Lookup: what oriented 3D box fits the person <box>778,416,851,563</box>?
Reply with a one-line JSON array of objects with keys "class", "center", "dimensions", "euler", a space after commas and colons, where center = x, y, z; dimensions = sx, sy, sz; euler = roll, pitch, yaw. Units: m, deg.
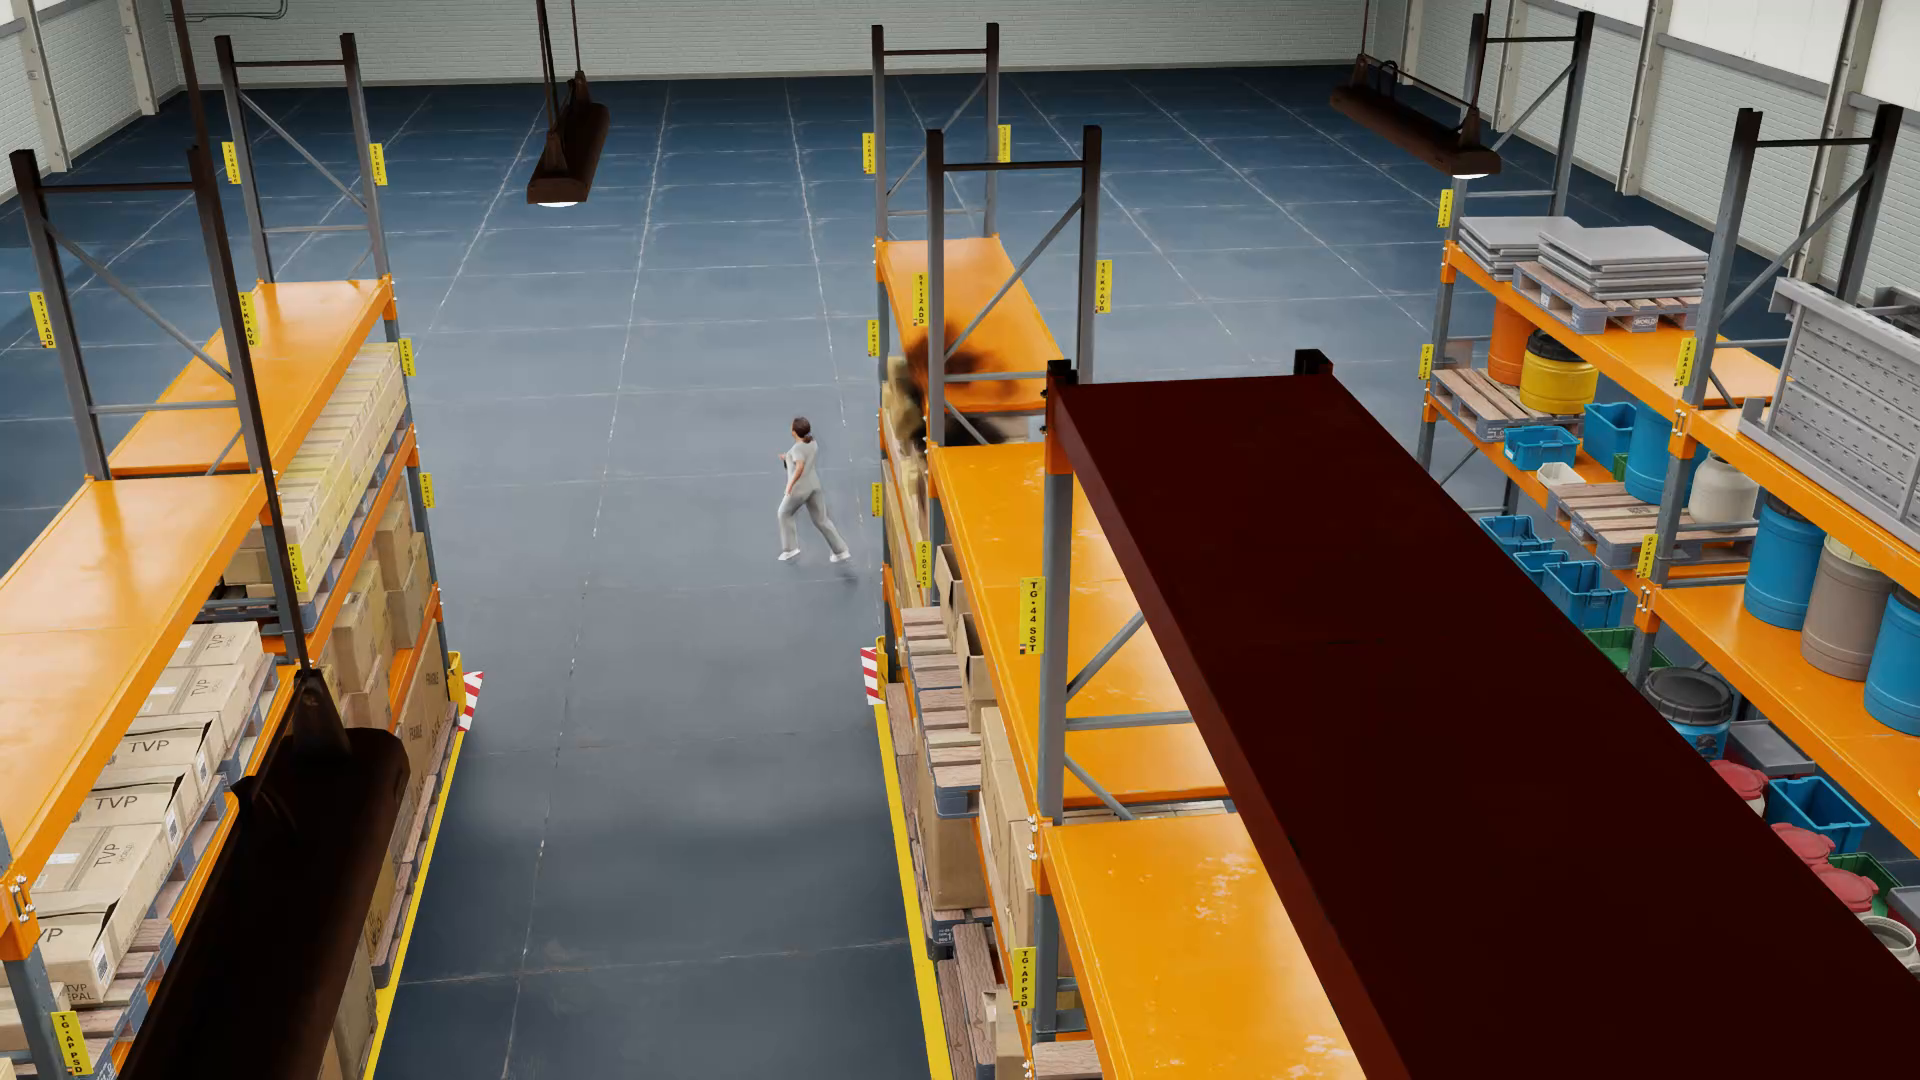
[{"class": "person", "center": [-1.598, -0.465, 17.551], "dimensions": [0.892, 1.713, 0.574], "euler": [19, 31, 34]}]
